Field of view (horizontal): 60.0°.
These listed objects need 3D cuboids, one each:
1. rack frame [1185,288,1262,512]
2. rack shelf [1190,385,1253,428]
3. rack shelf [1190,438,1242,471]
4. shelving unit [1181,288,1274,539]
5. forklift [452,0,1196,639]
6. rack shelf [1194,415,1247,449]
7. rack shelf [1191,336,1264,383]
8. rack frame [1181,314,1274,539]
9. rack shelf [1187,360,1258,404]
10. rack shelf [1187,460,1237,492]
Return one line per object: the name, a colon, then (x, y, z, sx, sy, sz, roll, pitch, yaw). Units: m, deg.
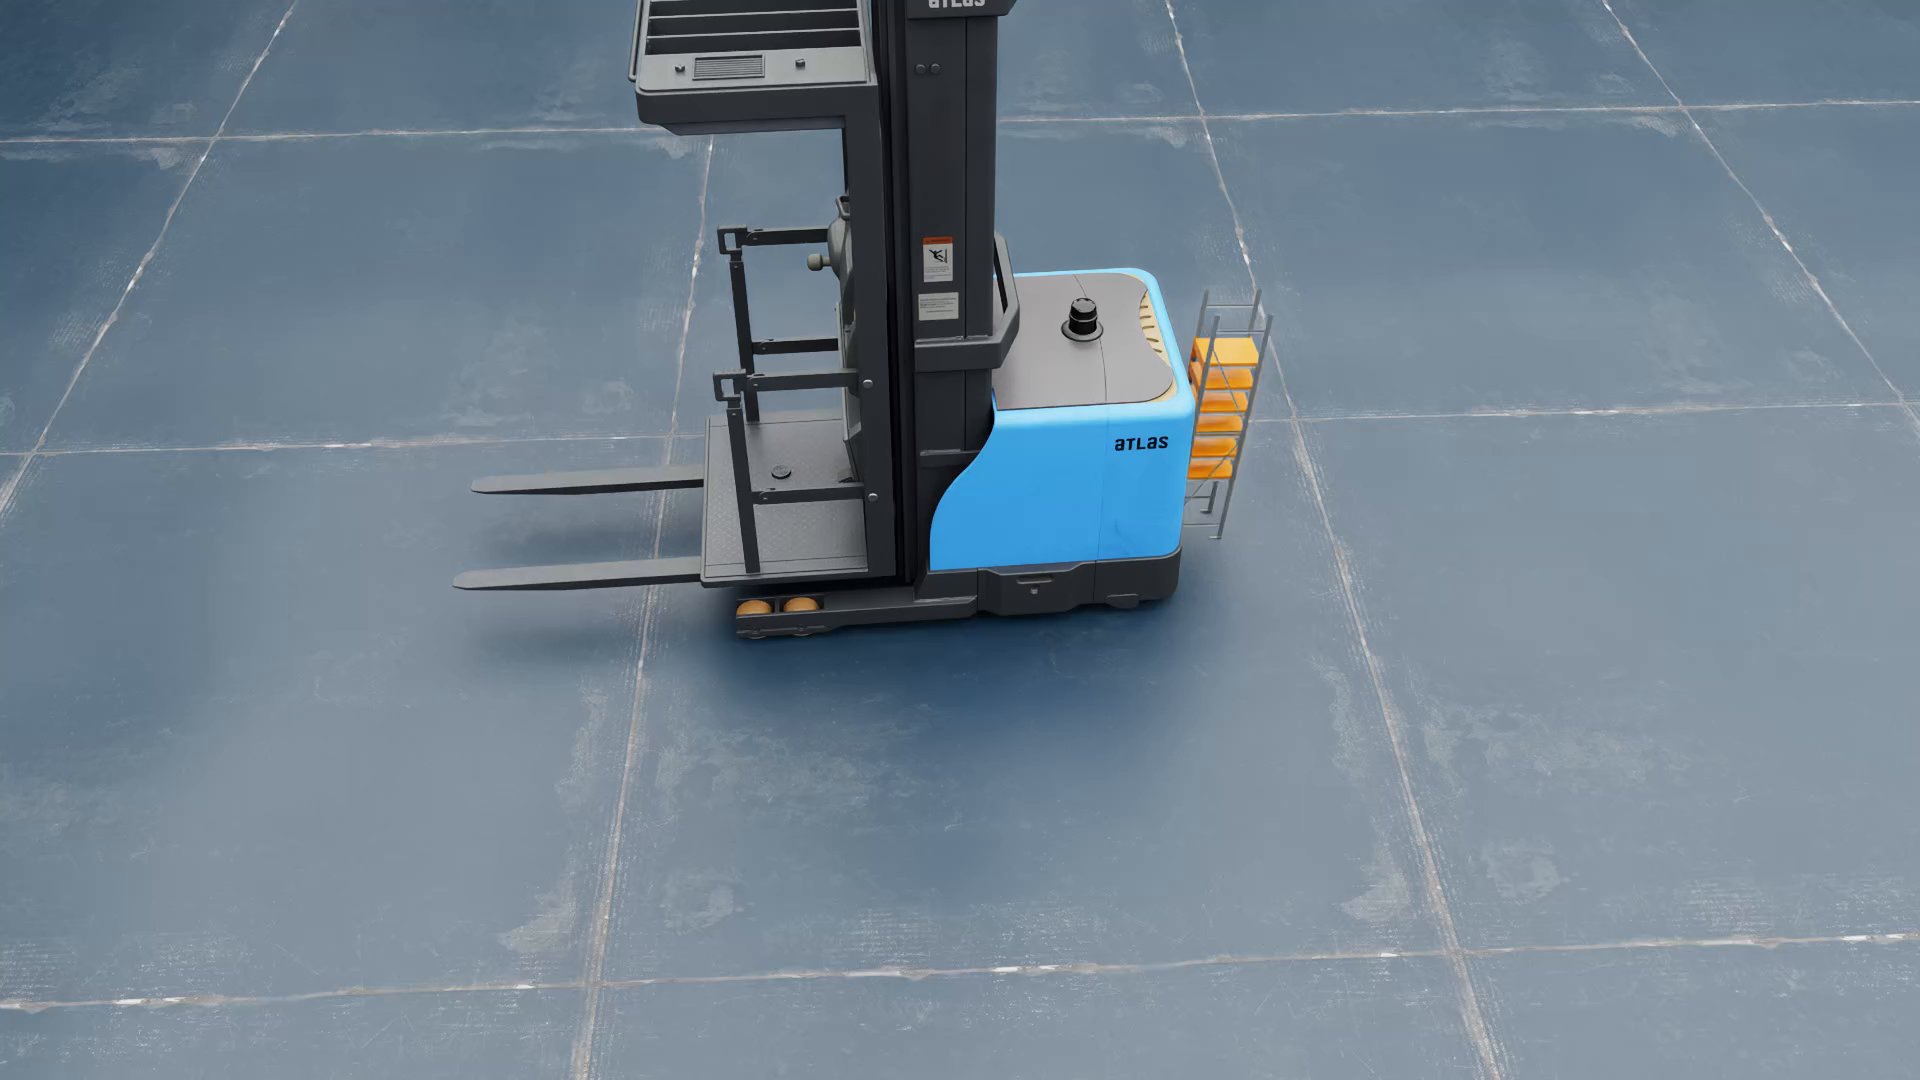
rack frame: (1.064, -0.572, 7.123, 0.240, 1.200, 0.006, -2, 42, -8)
rack shelf: (1.080, -0.567, 7.006, 0.258, 0.103, 0.180, -2, 42, -8)
rack shelf: (1.064, -0.389, 7.166, 0.258, 0.103, 0.180, -2, 42, -8)
shelving unit: (1.075, -0.511, 7.056, 0.258, 1.200, 0.189, -2, 42, -8)
forklift: (-0.620, -1.042, 6.368, 3.031, 2.935, 1.130, -4, 43, -4)
rack shelf: (1.072, -0.478, 7.086, 0.258, 0.103, 0.180, -2, 42, -8)
rack shelf: (1.097, -0.744, 6.845, 0.258, 0.103, 0.180, -2, 42, -8)
rack frame: (1.086, -0.449, 6.989, 0.240, 1.200, 0.006, -2, 42, -8)
rack shelf: (1.089, -0.655, 6.925, 0.258, 0.103, 0.180, -2, 42, -8)
rack shelf: (1.055, -0.300, 7.247, 0.258, 0.103, 0.180, -2, 42, -8)
